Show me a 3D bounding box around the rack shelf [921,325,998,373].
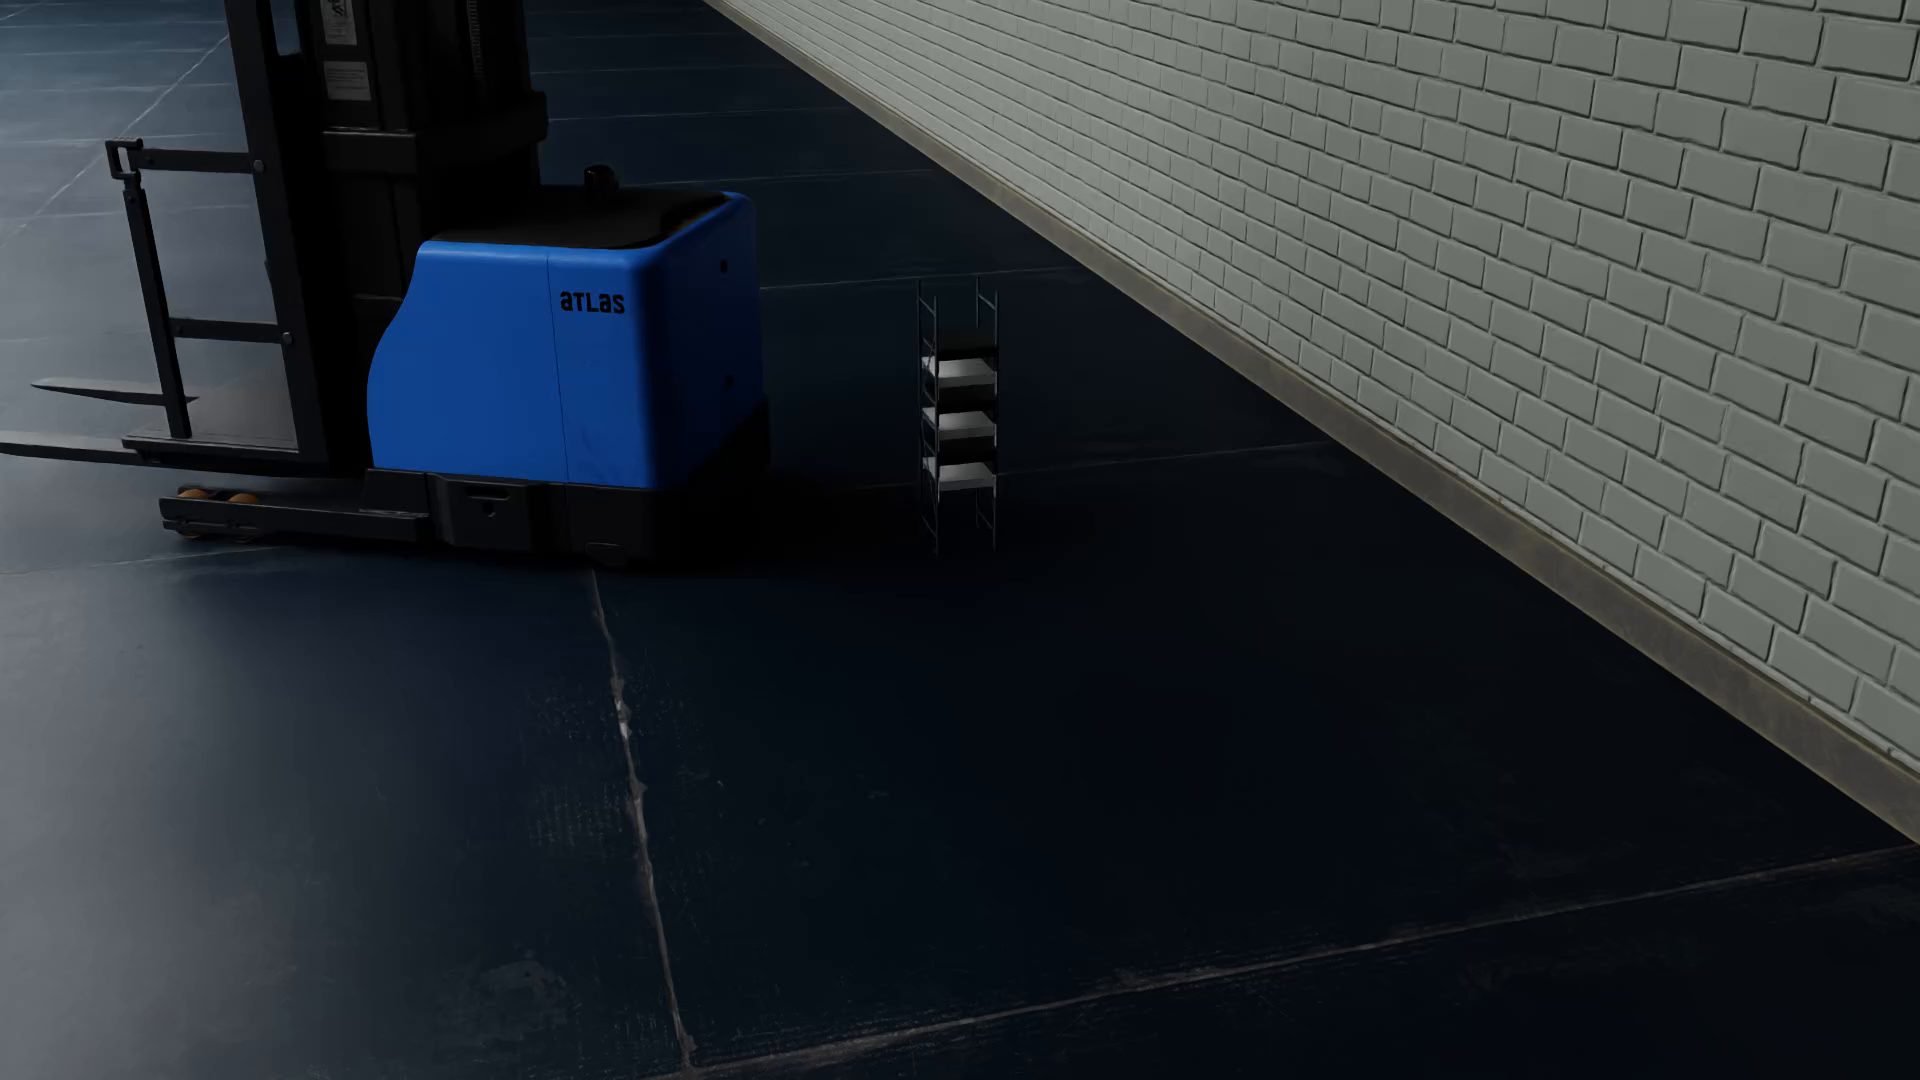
[{"bbox_3d":[-0.008,-0.630,5.477,0.200,0.077,0.258,-6,24,-14],"label":"rack shelf"}]

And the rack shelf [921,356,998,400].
[{"bbox_3d":[-0.008,-0.547,5.513,0.200,0.077,0.258,-6,24,-14],"label":"rack shelf"}]

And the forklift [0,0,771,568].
[{"bbox_3d":[-2.284,-1.535,5.610,3.031,2.935,1.130,5,24,11],"label":"forklift"}]

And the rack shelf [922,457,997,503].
[{"bbox_3d":[-0.008,-0.217,5.655,0.200,0.077,0.258,-6,24,-14],"label":"rack shelf"}]

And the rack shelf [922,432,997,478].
[{"bbox_3d":[-0.008,-0.299,5.619,0.200,0.077,0.258,-6,24,-14],"label":"rack shelf"}]

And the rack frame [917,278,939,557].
[{"bbox_3d":[-0.106,-0.402,5.545,0.006,0.900,0.240,-6,24,-14],"label":"rack frame"}]

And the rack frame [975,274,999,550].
[{"bbox_3d":[0.090,-0.424,5.596,0.006,0.900,0.240,-6,24,-14],"label":"rack frame"}]

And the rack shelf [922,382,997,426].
[{"bbox_3d":[-0.008,-0.465,5.548,0.200,0.077,0.258,-6,24,-14],"label":"rack shelf"}]

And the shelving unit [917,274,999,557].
[{"bbox_3d":[-0.008,-0.413,5.571,0.210,0.900,0.258,-6,24,-14],"label":"shelving unit"}]

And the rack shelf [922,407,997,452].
[{"bbox_3d":[-0.008,-0.382,5.584,0.200,0.077,0.258,-6,24,-14],"label":"rack shelf"}]
